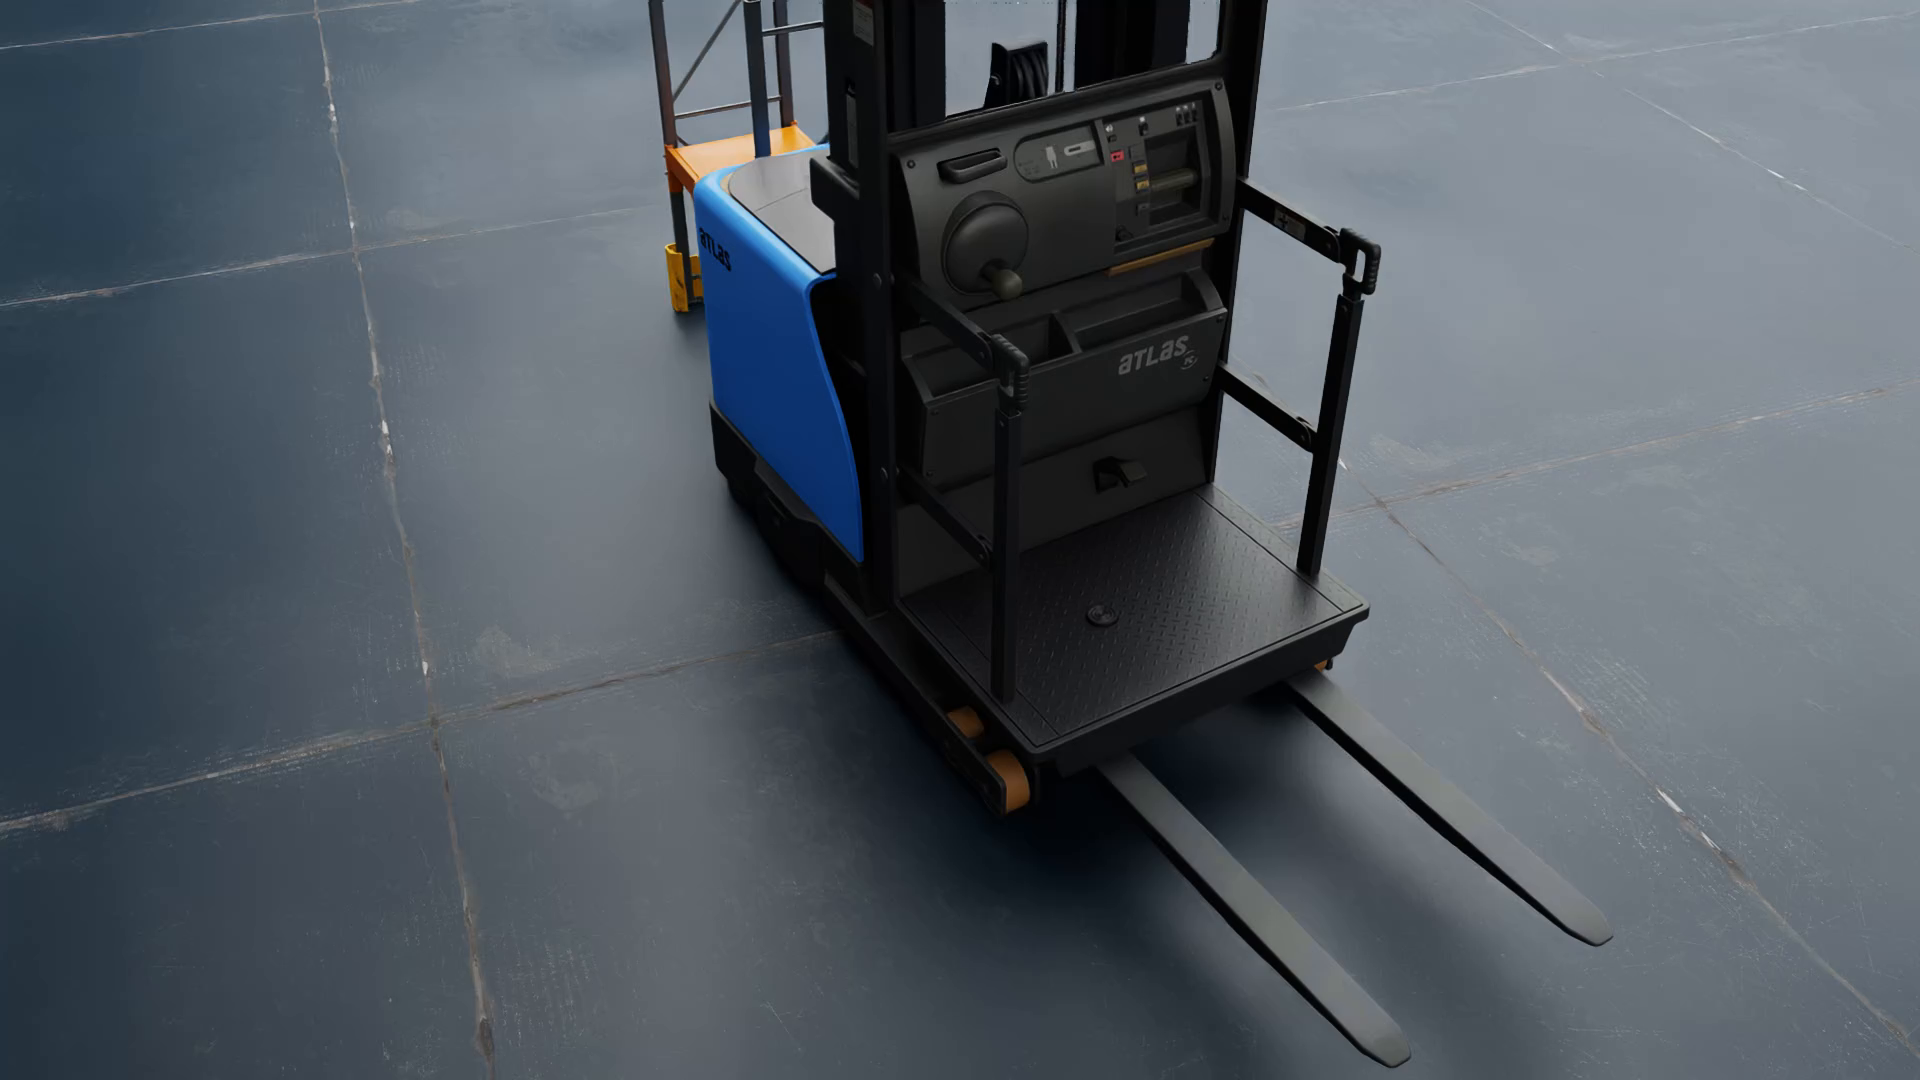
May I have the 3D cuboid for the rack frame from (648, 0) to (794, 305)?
[{"bbox_3d":[-0.853,-1.585,6.108,0.500,1.500,0.032,-17,40,-21],"label":"rack frame"}]

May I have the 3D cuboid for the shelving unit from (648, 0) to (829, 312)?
[{"bbox_3d":[-0.624,-1.306,5.737,0.587,1.500,1.083,-17,40,-21],"label":"shelving unit"}]

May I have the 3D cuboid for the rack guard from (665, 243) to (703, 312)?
[{"bbox_3d":[-0.844,-1.075,6.470,0.587,0.250,0.087,-17,40,-21],"label":"rack guard"}]

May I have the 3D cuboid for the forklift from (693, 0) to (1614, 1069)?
[{"bbox_3d":[0.390,-0.784,3.855,1.130,2.935,3.031,-20,41,-25],"label":"forklift"}]

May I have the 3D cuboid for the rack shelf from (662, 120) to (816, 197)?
[{"bbox_3d":[-0.628,-1.167,5.852,0.538,0.185,1.000,-17,40,-21],"label":"rack shelf"}]

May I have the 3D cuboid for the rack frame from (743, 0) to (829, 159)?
[{"bbox_3d":[-0.403,-1.037,5.380,0.500,1.500,0.032,-17,40,-21],"label":"rack frame"}]
